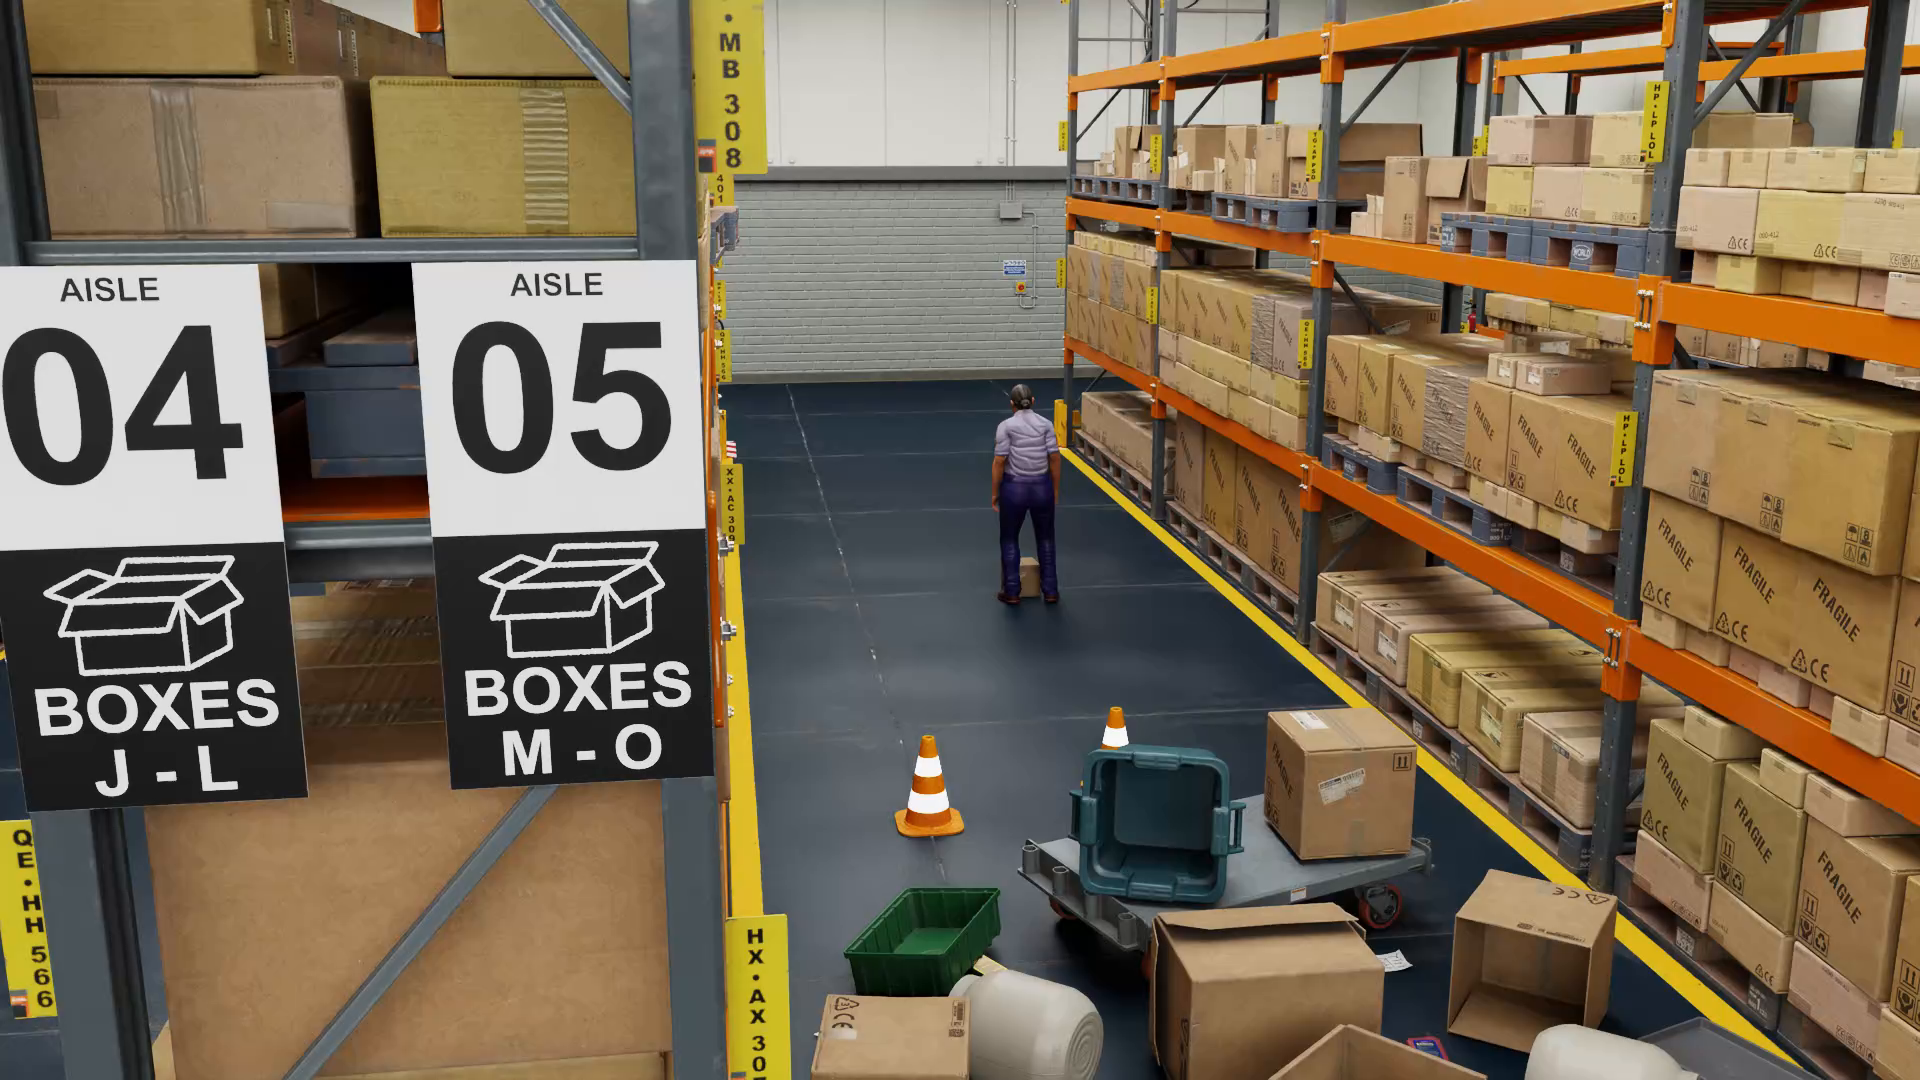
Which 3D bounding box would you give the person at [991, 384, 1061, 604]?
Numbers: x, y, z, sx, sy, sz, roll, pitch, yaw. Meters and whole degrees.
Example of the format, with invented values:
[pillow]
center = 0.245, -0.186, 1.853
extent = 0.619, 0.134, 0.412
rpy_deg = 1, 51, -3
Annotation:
[person]
center = 0.505, -0.340, 12.446
extent = 0.564, 1.651, 0.376
rpy_deg = -3, 14, -12
